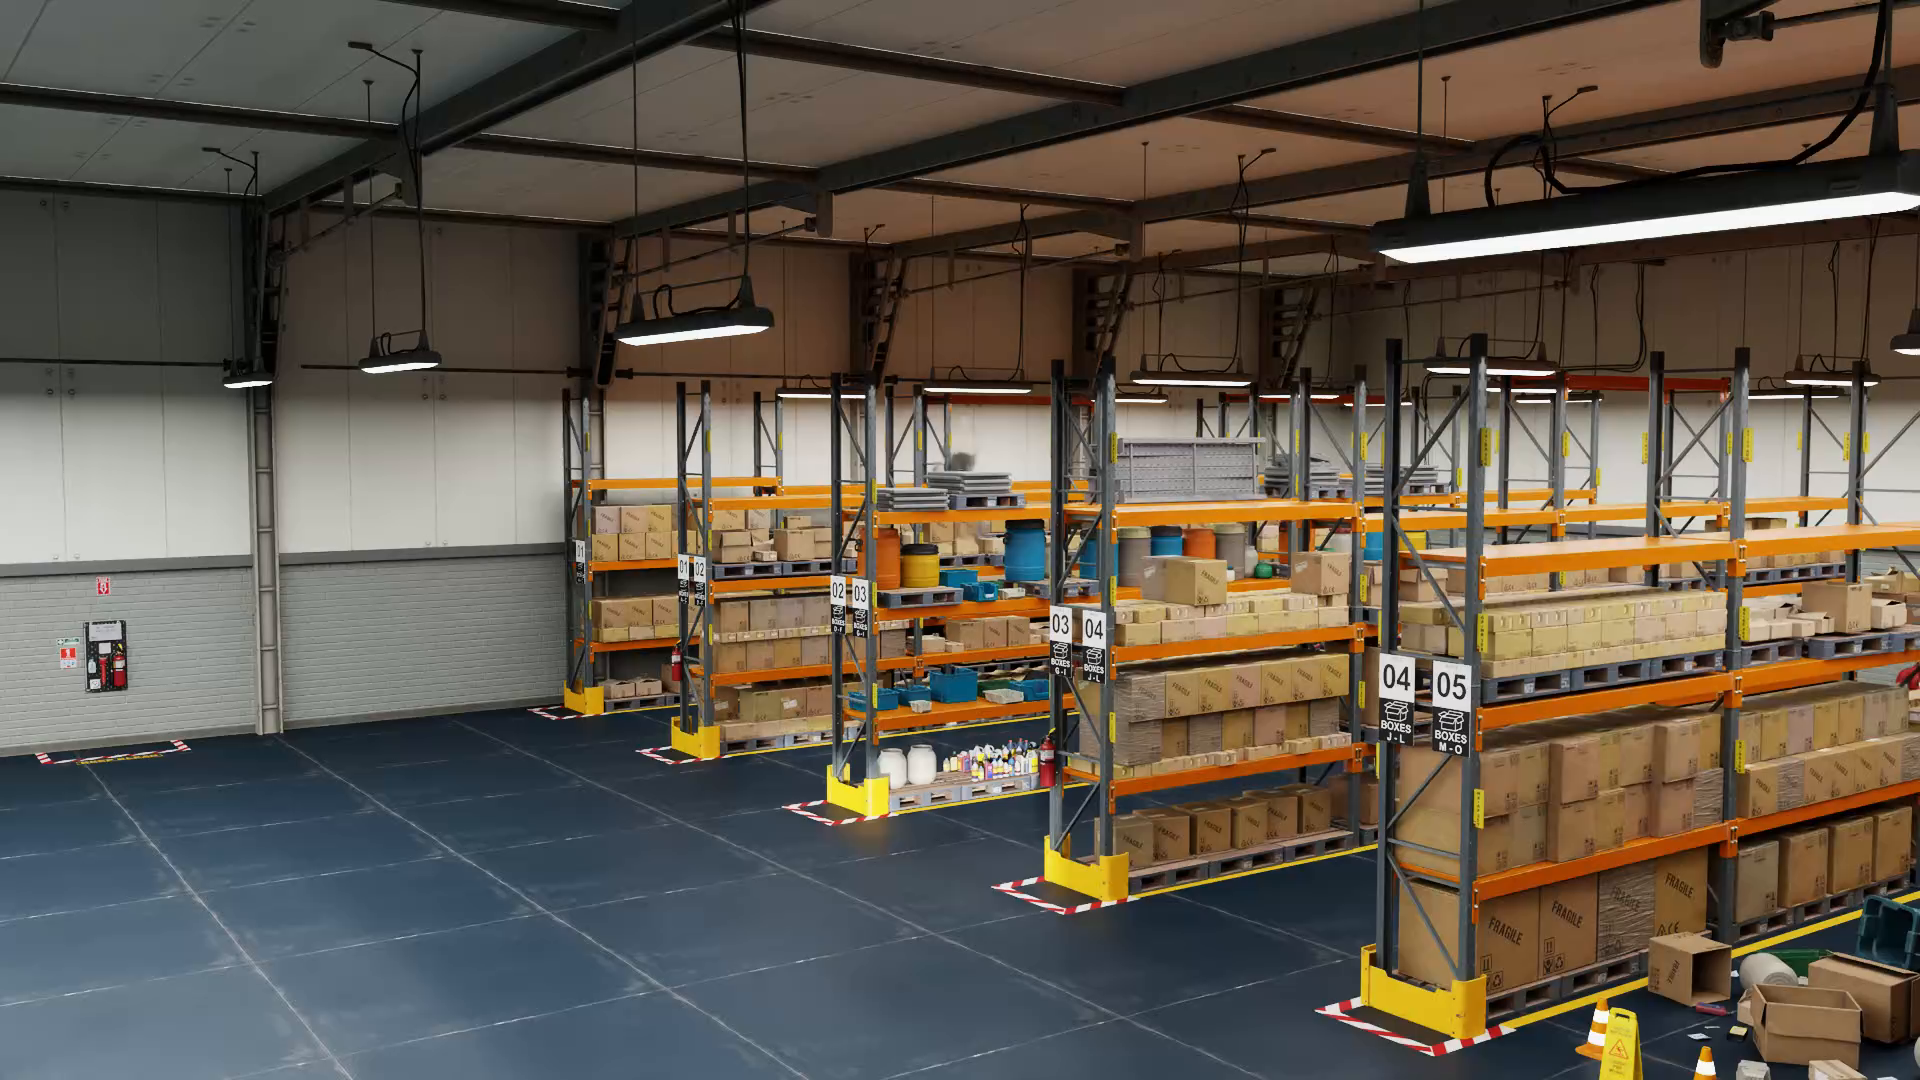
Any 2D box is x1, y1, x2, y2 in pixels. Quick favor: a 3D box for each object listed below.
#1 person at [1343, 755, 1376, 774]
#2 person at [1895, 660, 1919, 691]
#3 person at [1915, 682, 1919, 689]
[{"bbox_3d":[5.914,2.737,24.826,0.797,1.654,0.588,-3,5,-39],"label":"person"},{"bbox_3d":[15.327,2.632,26.519,0.744,1.688,0.799,2,4,30],"label":"person"},{"bbox_3d":[13.355,2.800,23.062,0.601,1.748,0.632,-3,4,-35],"label":"person"}]
